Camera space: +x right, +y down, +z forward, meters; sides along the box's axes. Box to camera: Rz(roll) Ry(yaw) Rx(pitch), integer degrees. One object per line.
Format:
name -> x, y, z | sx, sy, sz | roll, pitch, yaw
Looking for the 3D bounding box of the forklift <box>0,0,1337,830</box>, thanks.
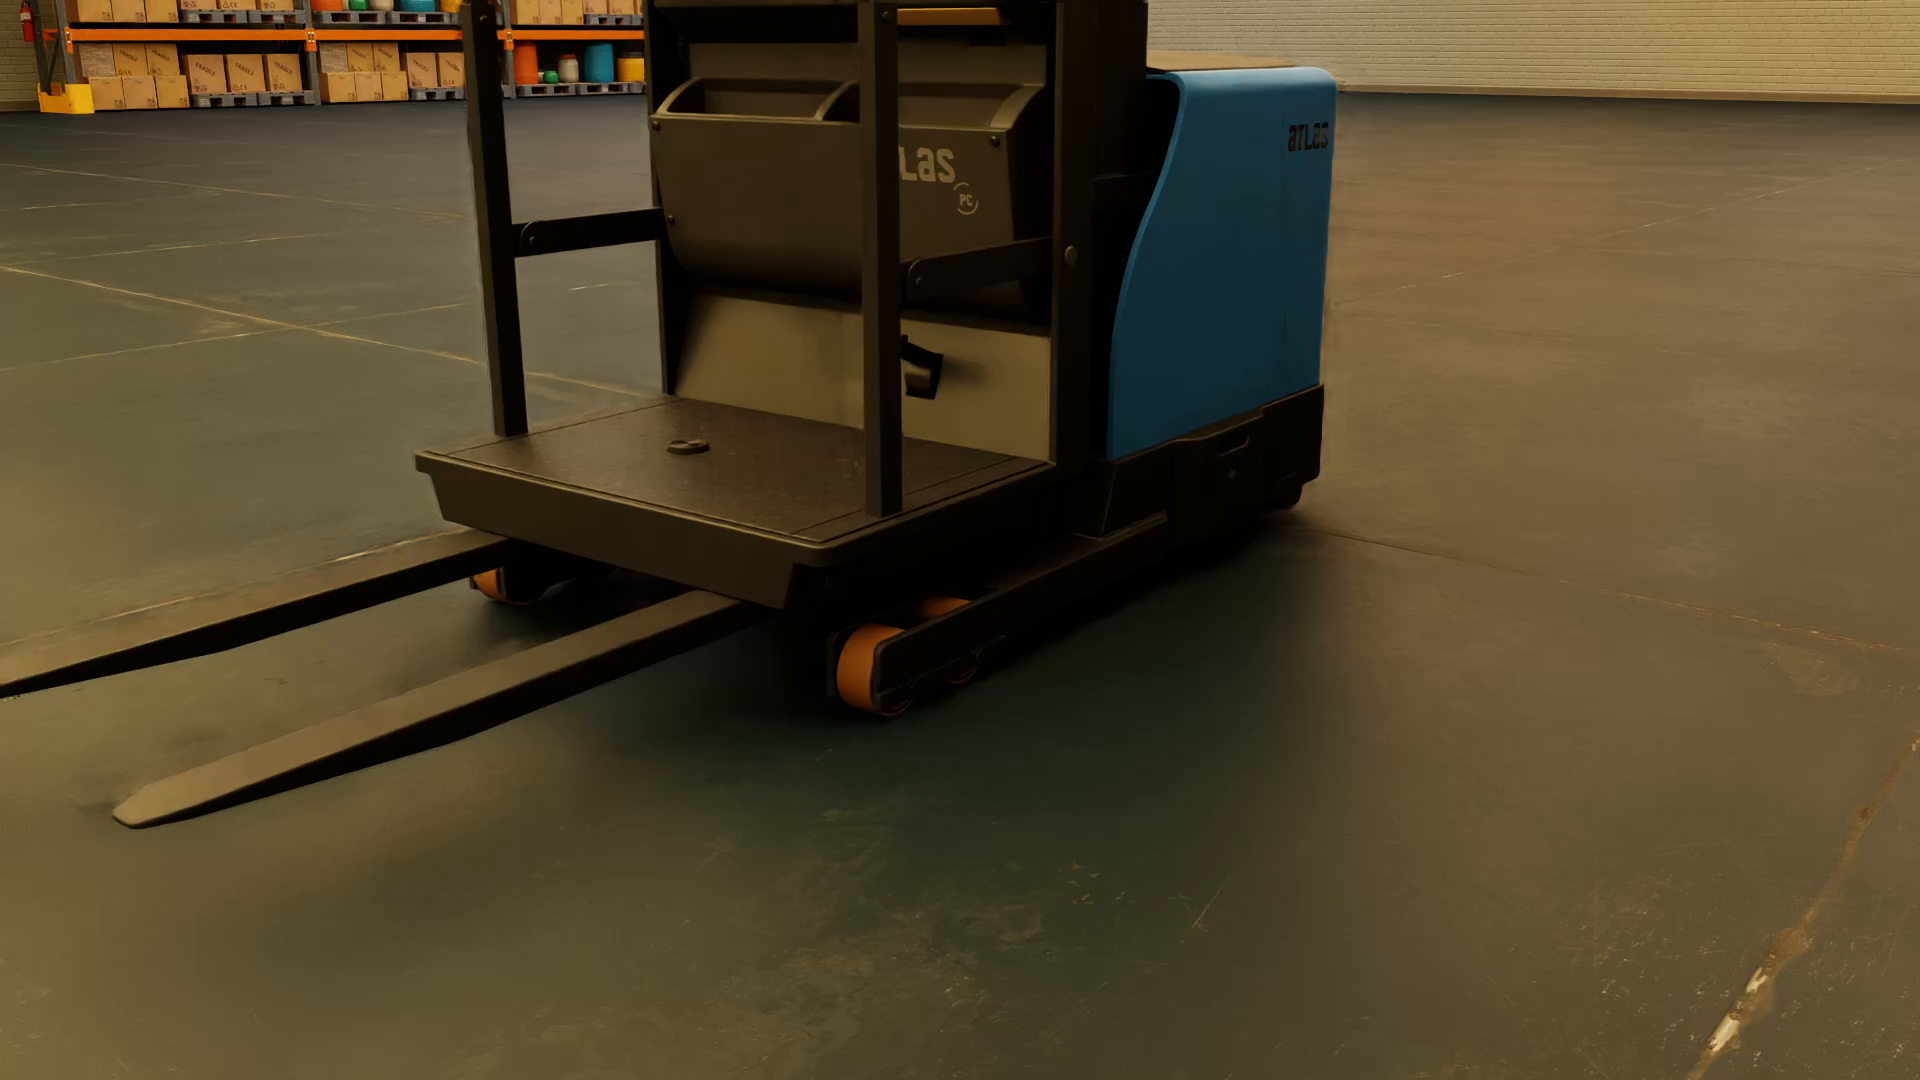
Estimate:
forklift -> -0.368, -1.251, 3.016 | 1.130, 2.935, 3.031 | 12, 21, 35
